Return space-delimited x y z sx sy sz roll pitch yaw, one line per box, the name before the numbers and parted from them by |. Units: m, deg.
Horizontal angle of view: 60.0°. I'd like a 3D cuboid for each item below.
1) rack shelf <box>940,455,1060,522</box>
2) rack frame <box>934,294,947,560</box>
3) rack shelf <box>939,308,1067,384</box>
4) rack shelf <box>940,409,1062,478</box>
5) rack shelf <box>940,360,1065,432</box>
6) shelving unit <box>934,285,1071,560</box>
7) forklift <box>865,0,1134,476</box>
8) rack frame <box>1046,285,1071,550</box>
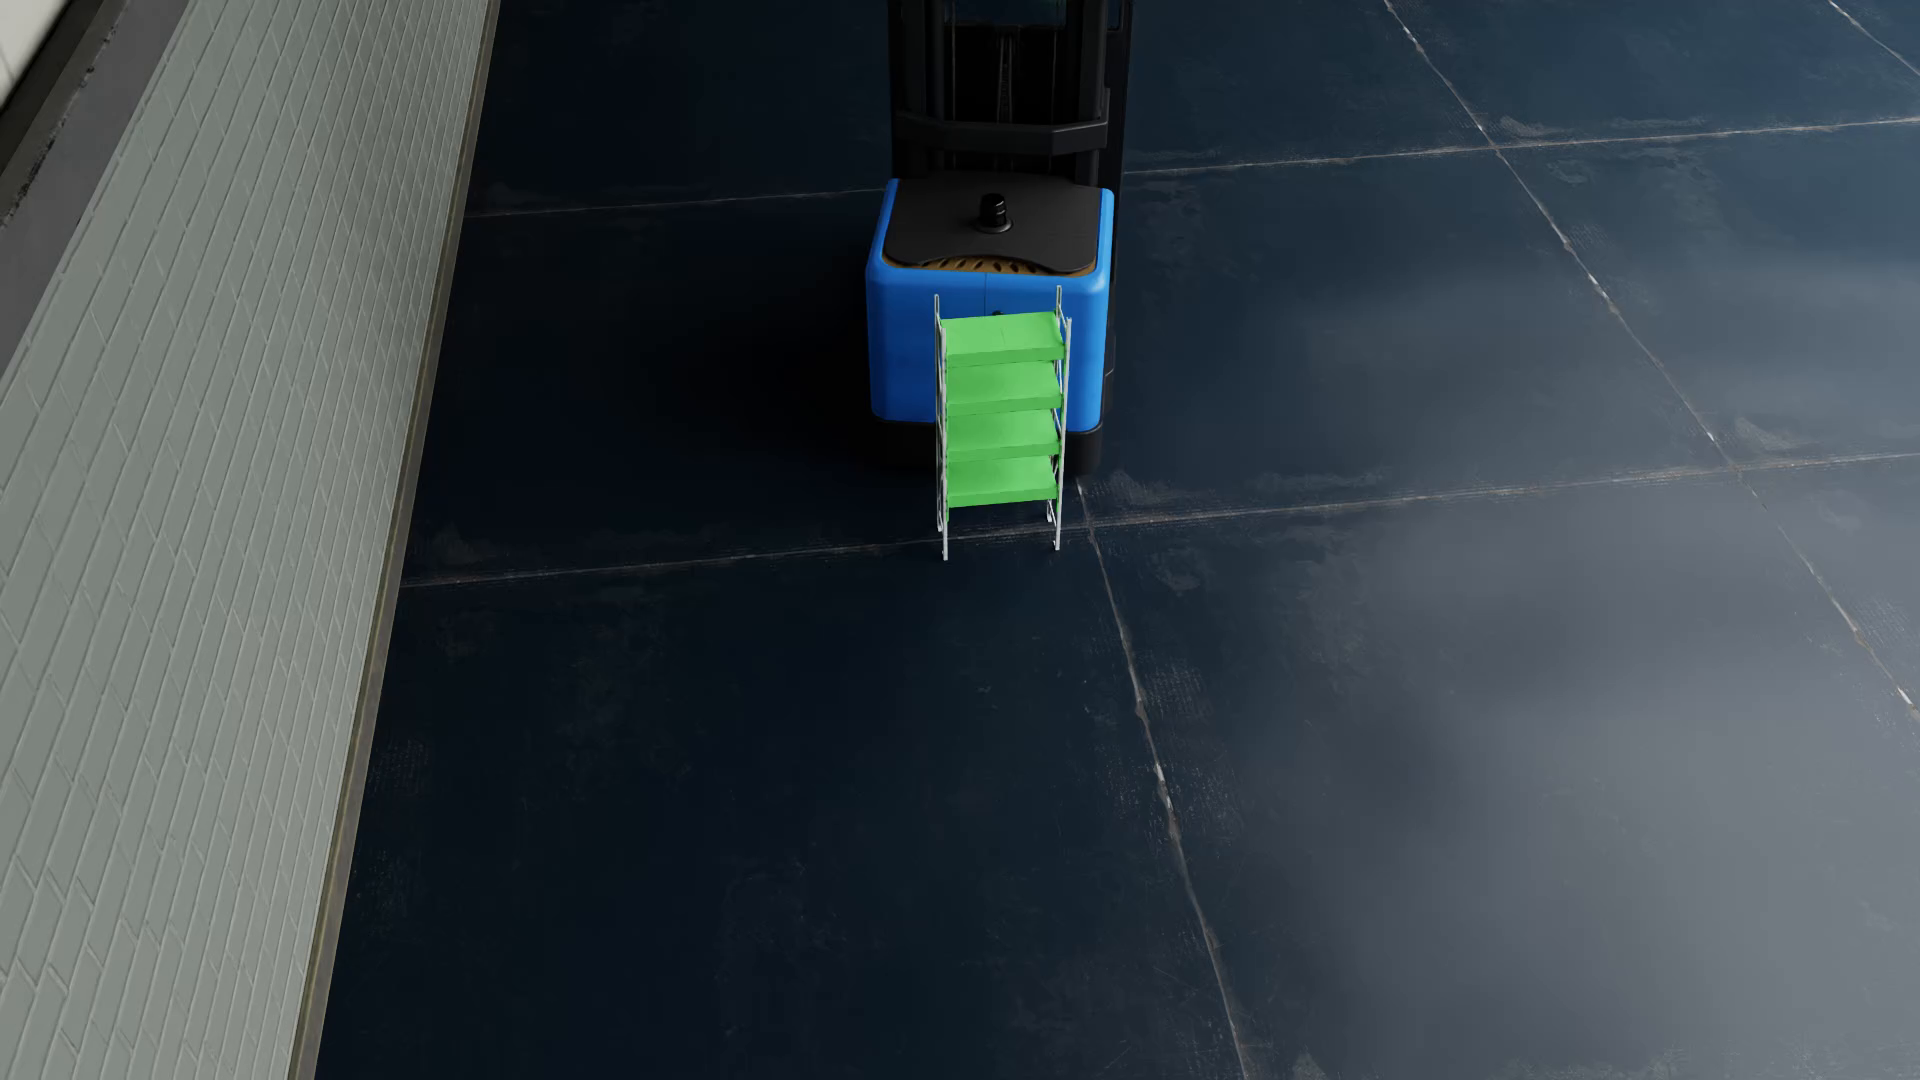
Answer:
rack shelf | 0.164 -0.234 7.068 0.480 0.148 0.258 -5 42 -6
rack frame | -0.078 -0.439 6.841 0.015 1.200 0.240 -5 42 -6
rack shelf | 0.164 -0.769 6.585 0.480 0.148 0.258 -5 42 -6
rack shelf | 0.164 -0.412 6.907 0.480 0.148 0.258 -5 42 -6
rack shelf | 0.164 -0.591 6.746 0.480 0.148 0.258 -5 42 -6
shelving unit | 0.164 -0.460 6.864 0.503 1.200 0.258 -5 42 -6
forklift | 0.247 -2.360 7.678 1.130 2.935 3.031 4 42 4
rack frame | 0.406 -0.481 6.888 0.015 1.200 0.240 -5 42 -6
